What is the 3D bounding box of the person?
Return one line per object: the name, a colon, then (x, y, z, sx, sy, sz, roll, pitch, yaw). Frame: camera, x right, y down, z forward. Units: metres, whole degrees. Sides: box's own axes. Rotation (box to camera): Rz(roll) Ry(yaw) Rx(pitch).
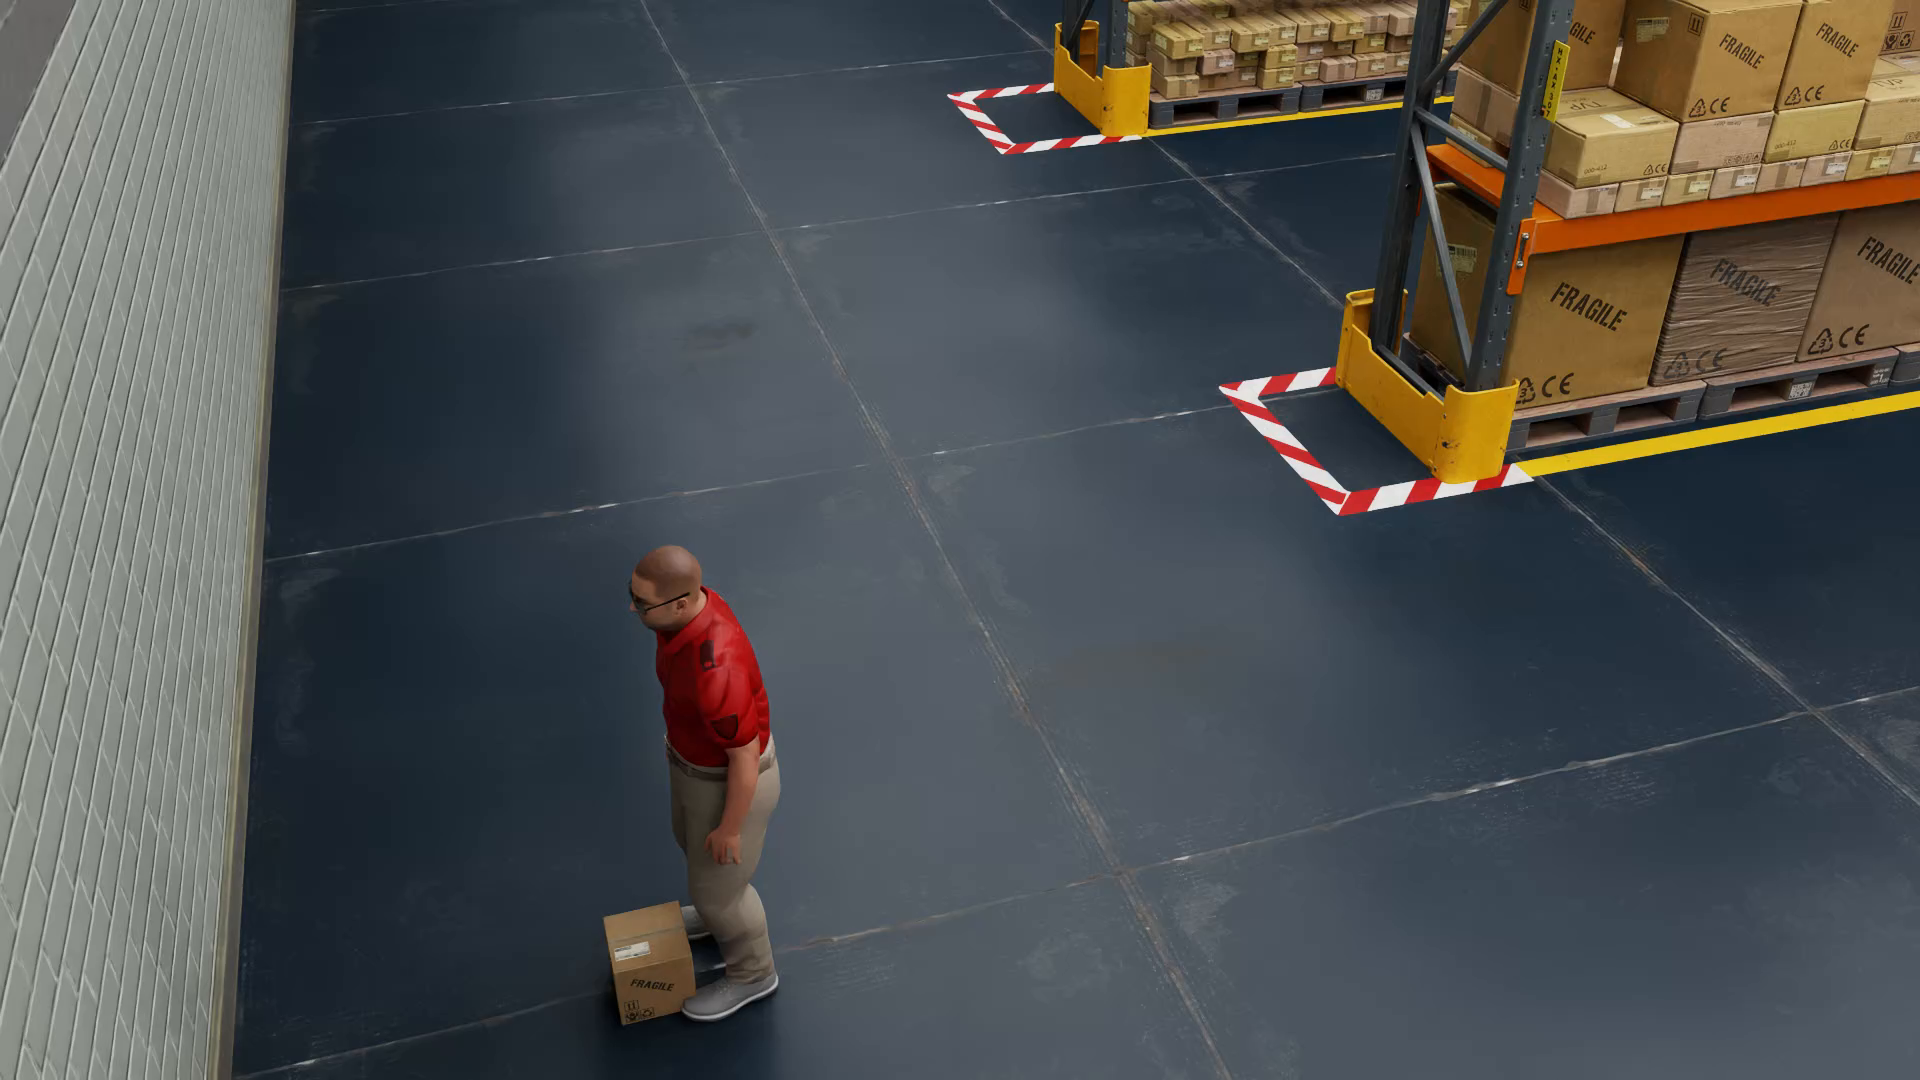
person: (-0.765, 0.718, 5.078, 0.394, 1.726, 0.604, -12, 36, -18)
